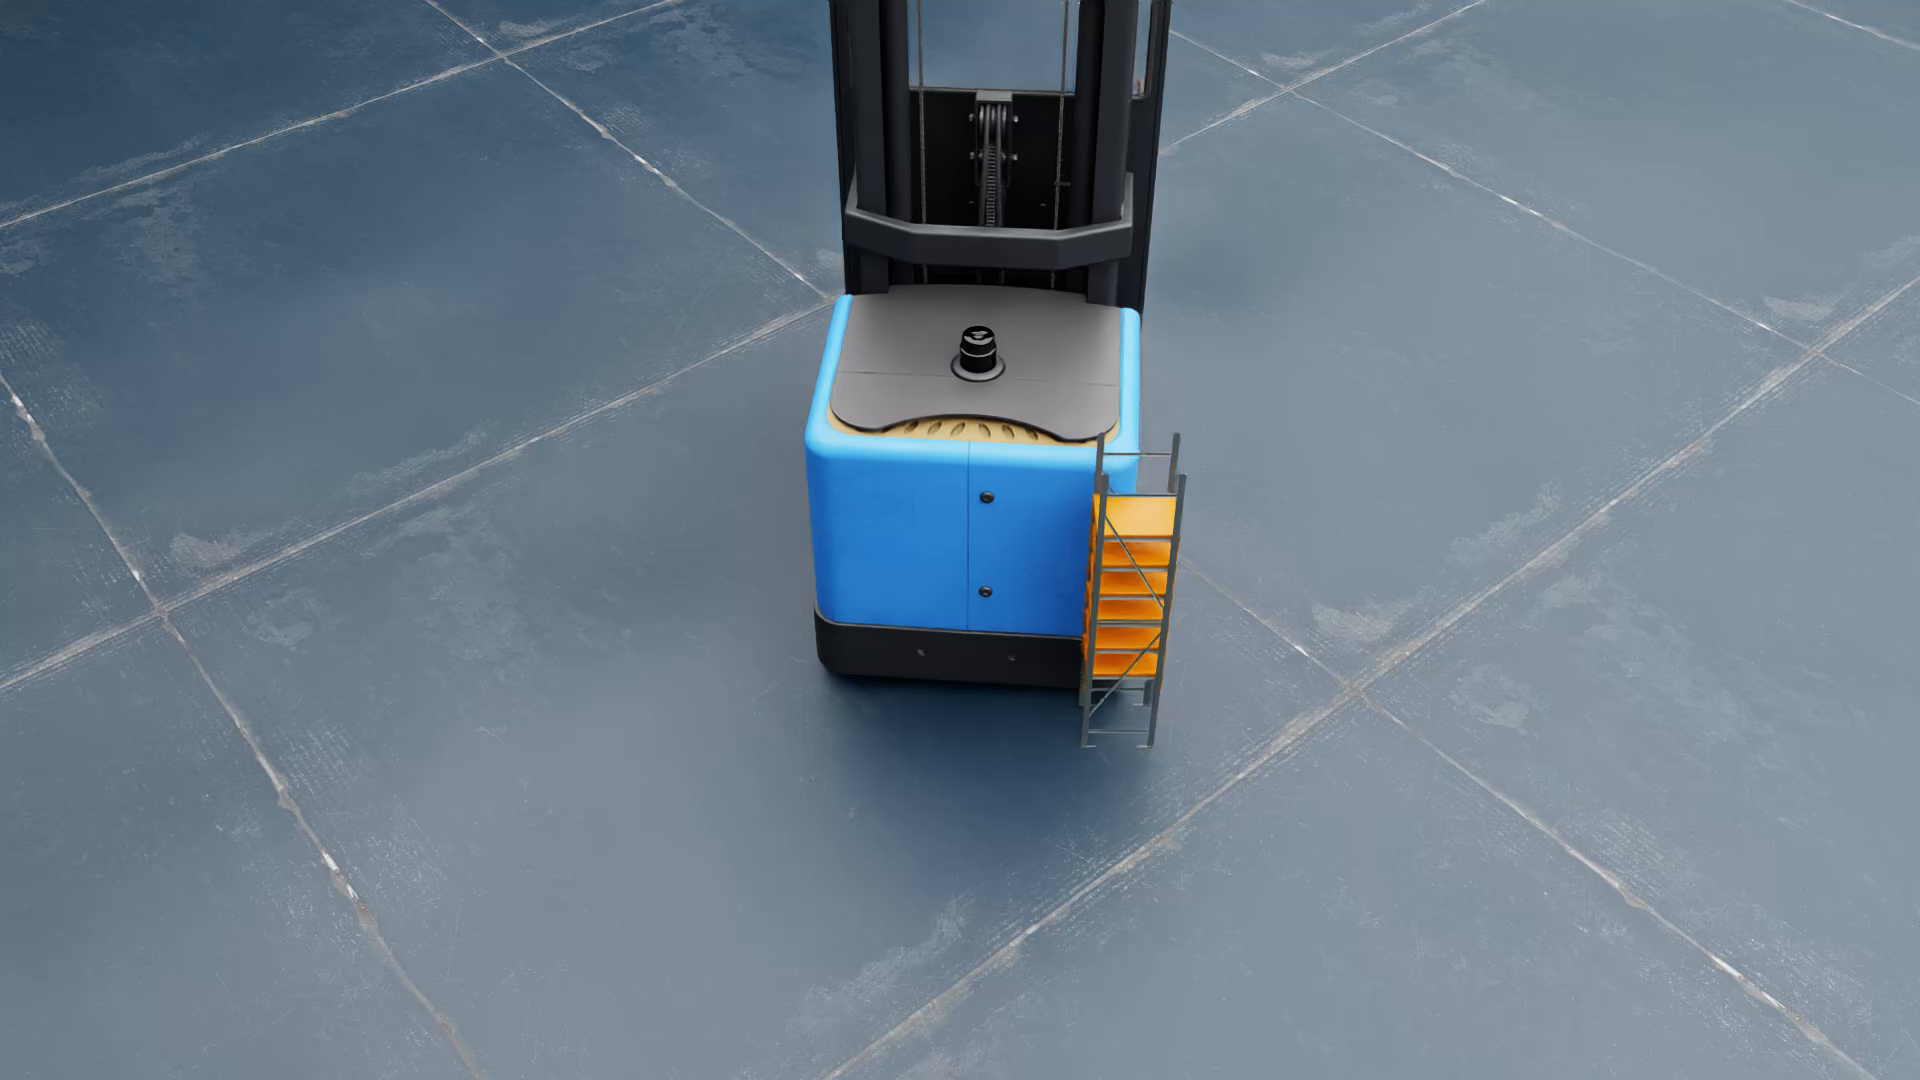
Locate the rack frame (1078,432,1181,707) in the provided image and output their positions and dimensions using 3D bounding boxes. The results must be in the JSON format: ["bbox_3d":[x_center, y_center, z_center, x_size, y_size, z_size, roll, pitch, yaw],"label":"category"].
[{"bbox_3d":[0.521,0.126,5.240,0.240,1.200,0.006,0,43,0],"label":"rack frame"}]

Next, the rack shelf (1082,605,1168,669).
[{"bbox_3d":[0.521,0.308,5.285,0.258,0.103,0.180,0,43,0],"label":"rack shelf"}]

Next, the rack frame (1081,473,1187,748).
[{"bbox_3d":[0.521,0.251,5.106,0.240,1.200,0.006,0,43,0],"label":"rack frame"}]

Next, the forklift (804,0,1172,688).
[{"bbox_3d":[0.147,-1.569,5.780,1.130,2.935,3.031,3,43,3],"label":"forklift"}]

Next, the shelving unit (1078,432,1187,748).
[{"bbox_3d":[0.521,0.188,5.173,0.258,1.200,0.189,0,43,0],"label":"shelving unit"}]

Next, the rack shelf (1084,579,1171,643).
[{"bbox_3d":[0.521,0.221,5.203,0.258,0.103,0.180,0,43,0],"label":"rack shelf"}]

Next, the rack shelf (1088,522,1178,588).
[{"bbox_3d":[0.521,0.046,5.039,0.258,0.103,0.180,0,43,0],"label":"rack shelf"}]

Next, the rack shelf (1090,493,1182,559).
[{"bbox_3d":[0.521,-0.042,4.957,0.258,0.103,0.180,0,43,0],"label":"rack shelf"}]

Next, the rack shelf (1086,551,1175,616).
[{"bbox_3d":[0.521,0.133,5.121,0.258,0.103,0.180,0,43,0],"label":"rack shelf"}]

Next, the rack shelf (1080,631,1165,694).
[{"bbox_3d":[0.521,0.396,5.367,0.258,0.103,0.180,0,43,0],"label":"rack shelf"}]
